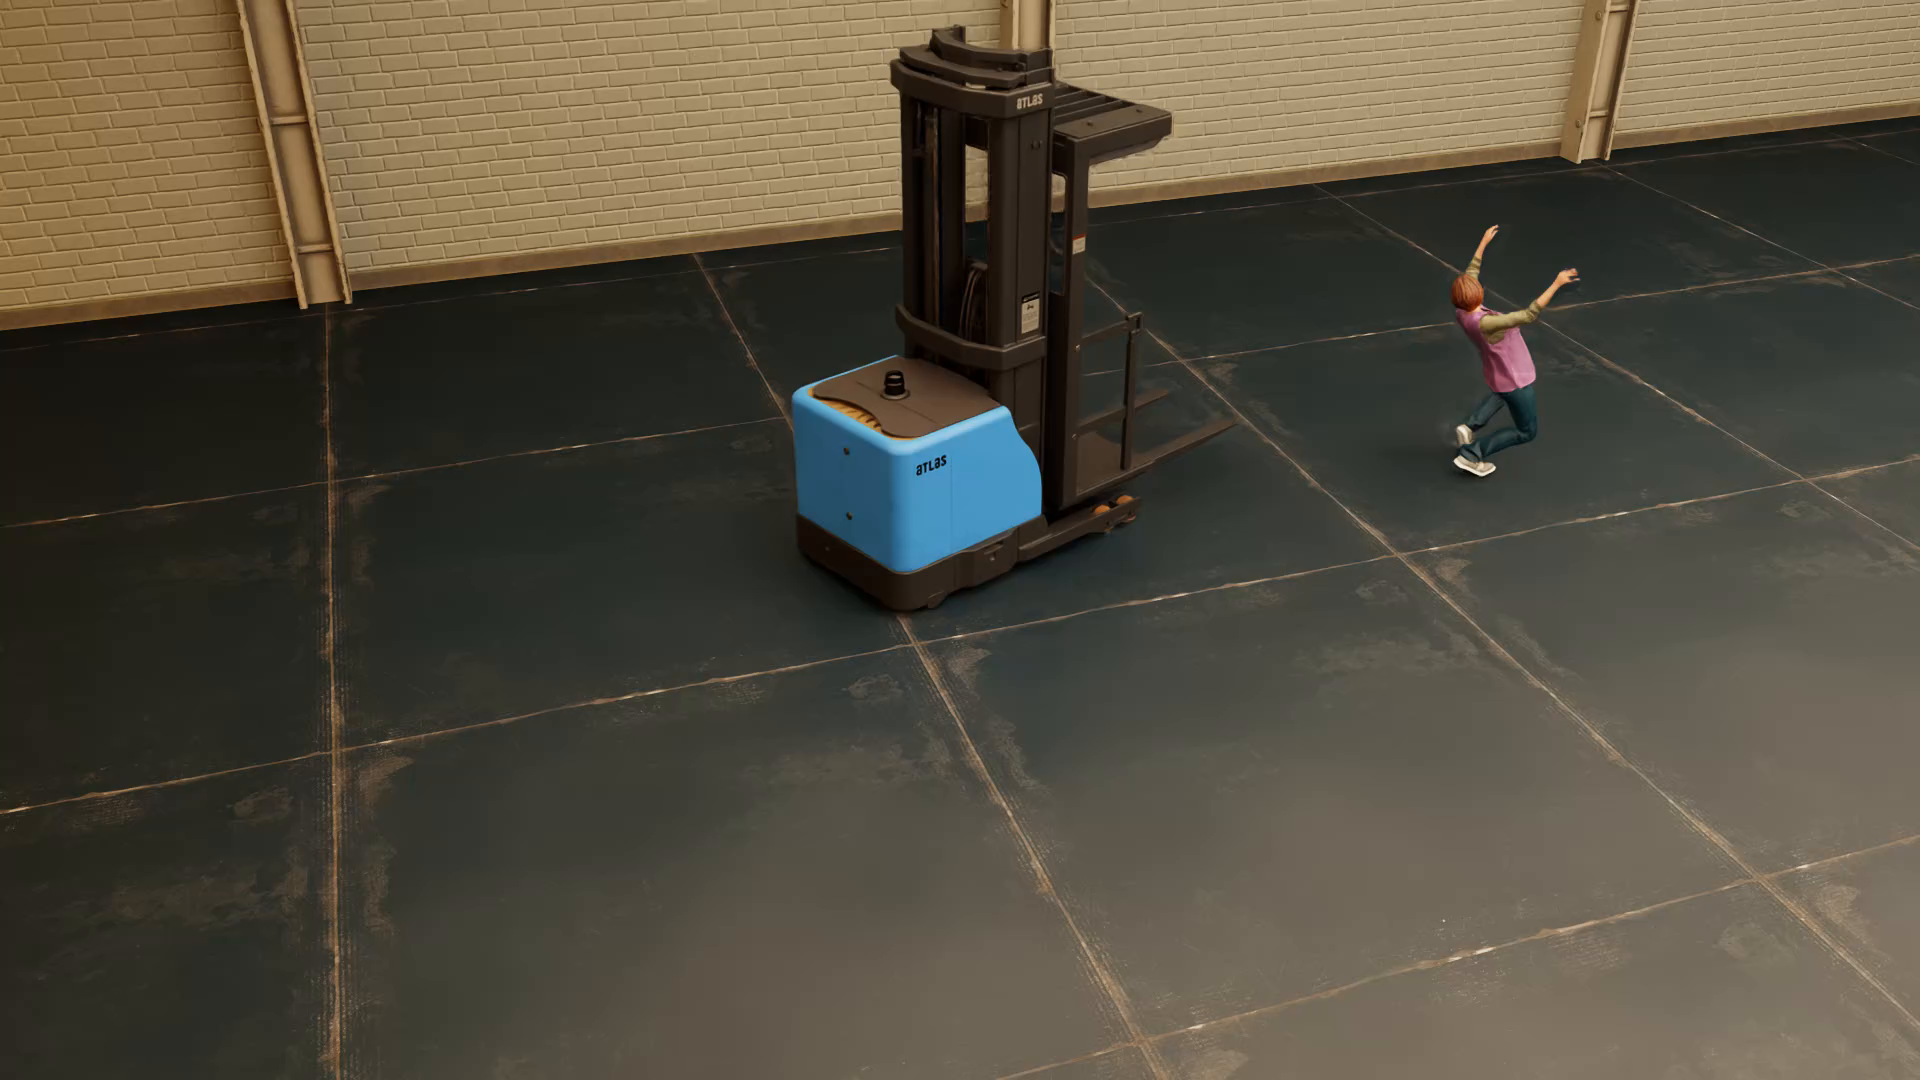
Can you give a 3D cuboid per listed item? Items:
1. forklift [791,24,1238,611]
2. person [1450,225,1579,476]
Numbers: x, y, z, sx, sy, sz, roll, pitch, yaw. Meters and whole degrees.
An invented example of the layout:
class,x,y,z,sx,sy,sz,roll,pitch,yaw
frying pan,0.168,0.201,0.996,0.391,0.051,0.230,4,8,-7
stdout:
class,x,y,z,sx,sy,sz,roll,pitch,yaw
forklift,0.475,-1.488,9.673,3.031,2.935,1.130,-24,37,-35
person,3.361,-1.146,10.542,0.658,1.470,0.825,-4,30,-7
